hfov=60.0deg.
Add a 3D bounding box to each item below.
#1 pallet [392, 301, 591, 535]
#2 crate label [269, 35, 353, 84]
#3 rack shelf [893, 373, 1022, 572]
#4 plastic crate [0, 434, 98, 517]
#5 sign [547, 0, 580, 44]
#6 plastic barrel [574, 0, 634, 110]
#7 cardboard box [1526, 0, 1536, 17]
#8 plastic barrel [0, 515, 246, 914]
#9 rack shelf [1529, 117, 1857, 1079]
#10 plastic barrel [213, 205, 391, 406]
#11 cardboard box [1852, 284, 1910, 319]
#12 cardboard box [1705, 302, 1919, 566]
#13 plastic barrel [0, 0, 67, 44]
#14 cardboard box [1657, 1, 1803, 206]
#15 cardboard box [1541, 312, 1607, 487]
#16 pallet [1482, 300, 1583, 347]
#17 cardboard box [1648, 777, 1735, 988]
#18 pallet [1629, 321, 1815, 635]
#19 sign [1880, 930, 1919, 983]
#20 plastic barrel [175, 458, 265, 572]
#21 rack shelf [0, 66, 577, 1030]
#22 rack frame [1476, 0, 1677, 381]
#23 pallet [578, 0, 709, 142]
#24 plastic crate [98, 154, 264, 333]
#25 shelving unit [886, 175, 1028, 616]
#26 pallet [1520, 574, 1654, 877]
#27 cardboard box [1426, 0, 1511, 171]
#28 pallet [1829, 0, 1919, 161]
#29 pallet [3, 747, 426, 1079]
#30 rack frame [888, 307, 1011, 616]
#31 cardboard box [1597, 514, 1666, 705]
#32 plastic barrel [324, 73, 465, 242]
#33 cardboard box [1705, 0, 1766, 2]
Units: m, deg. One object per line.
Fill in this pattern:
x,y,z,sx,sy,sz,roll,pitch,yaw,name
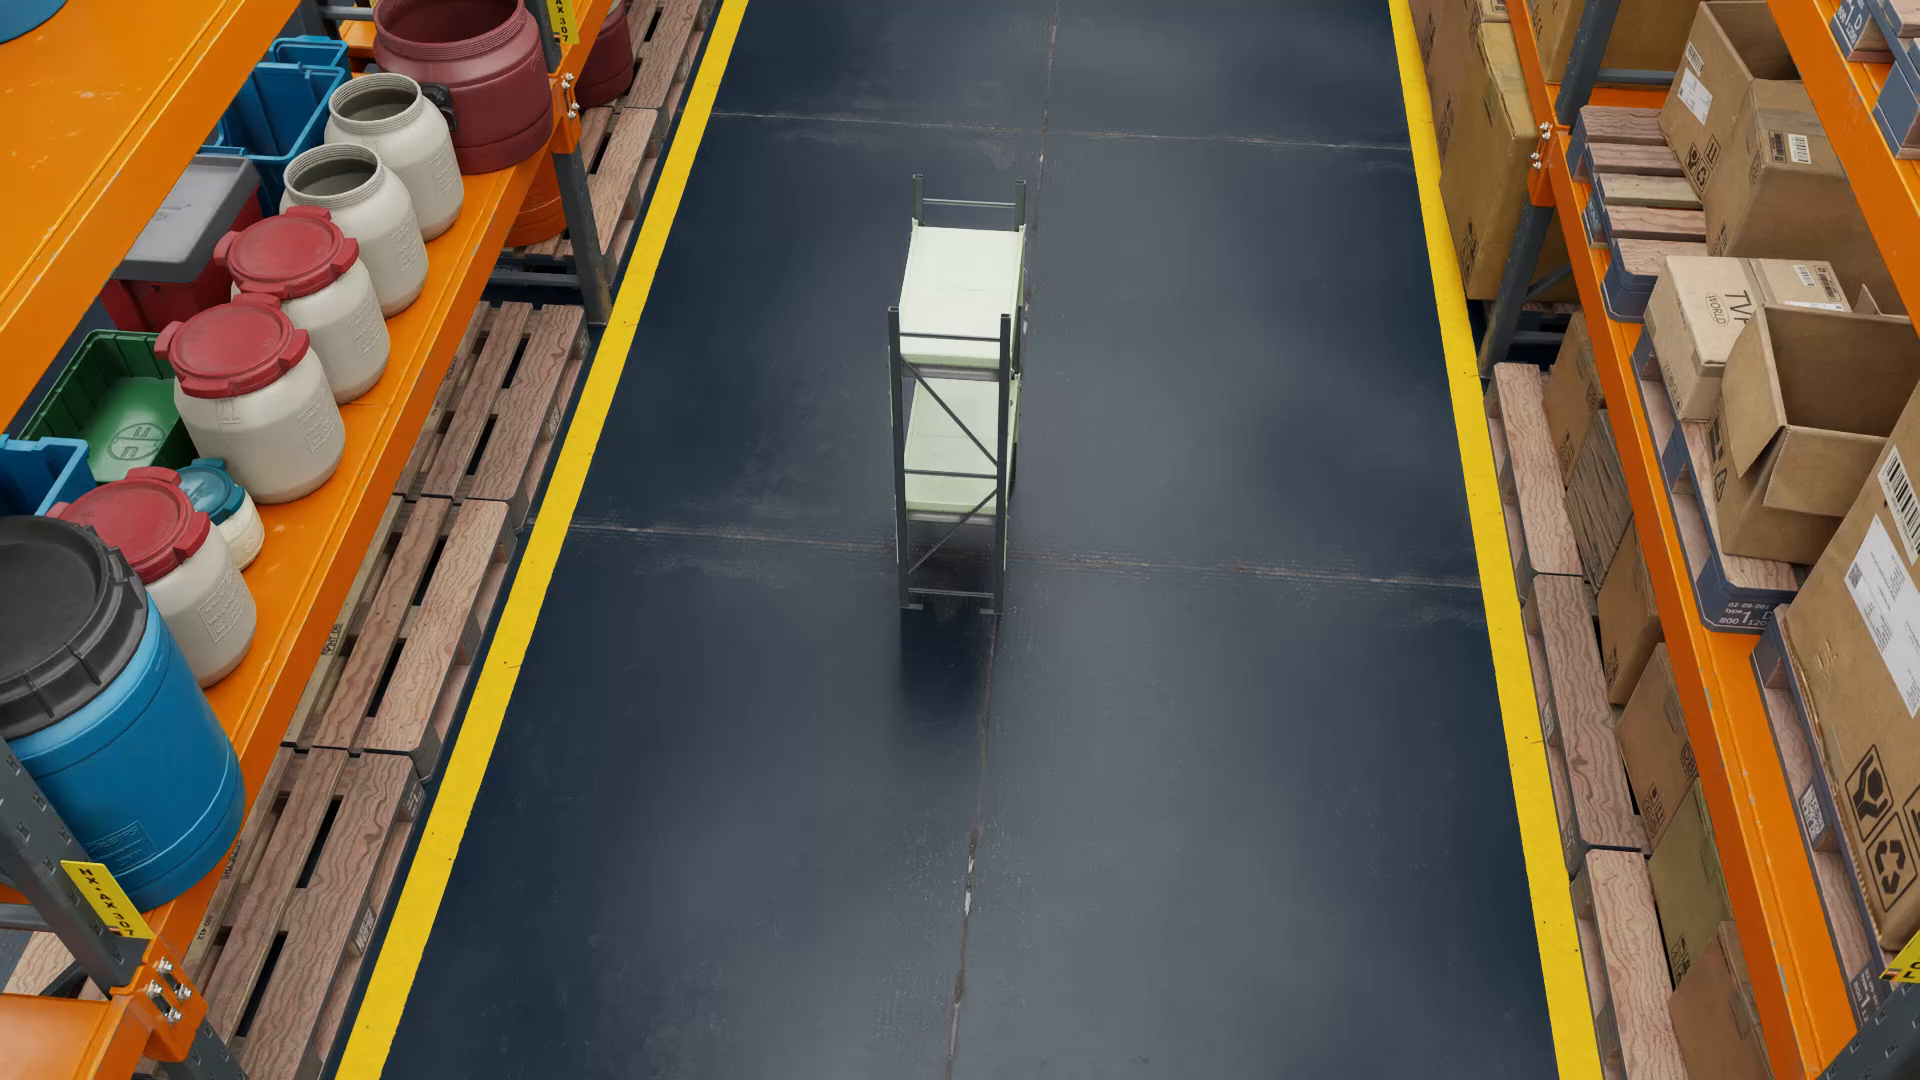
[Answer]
-2.225,-0.563,7.122,1.003,0.211,1.213,4,48,4,pallet
-2.528,-1.730,6.413,0.303,0.233,0.416,4,48,4,crate label
-0.001,-0.281,6.433,0.431,0.370,0.720,4,48,4,rack shelf
-2.690,0.043,4.689,0.392,0.384,0.575,4,48,4,plastic crate
-1.567,-2.094,6.522,0.100,0.325,0.005,4,48,4,sign
-1.985,-2.589,8.435,0.600,0.588,0.708,4,48,4,plastic barrel
2.666,-2.516,6.951,0.500,0.500,0.500,3,48,3,cardboard box
-2.144,0.436,3.979,0.600,0.901,0.708,4,48,4,plastic barrel
2.634,-0.025,5.228,1.077,0.370,4.000,4,48,4,rack shelf
-2.069,-0.722,5.286,0.433,0.535,0.433,0,48,0,plastic barrel
2.933,-0.590,5.064,0.396,0.266,0.258,3,48,2,cardboard box
2.518,-0.255,4.596,0.797,0.503,0.637,8,48,8,cardboard box
-2.531,-1.662,3.865,0.600,0.901,0.708,4,48,4,plastic barrel
2.807,-1.513,5.749,0.500,0.500,0.500,-1,48,-1,cardboard box
2.775,-0.549,6.615,0.700,0.500,0.500,2,48,1,cardboard box
2.963,-1.371,7.860,1.003,0.211,1.213,4,48,4,pallet
2.591,1.098,5.109,0.700,0.500,0.500,4,48,3,cardboard box
2.677,-0.215,5.044,1.003,0.211,1.213,4,48,4,pallet
1.899,0.776,3.222,0.100,0.325,0.005,4,48,4,sign
-2.207,-0.047,4.854,0.301,0.262,0.301,0,48,0,plastic barrel
-2.298,-0.358,5.532,1.077,0.370,4.000,4,48,4,rack shelf
2.816,-1.737,6.306,1.000,3.000,0.127,4,48,4,rack frame
-1.972,-2.606,8.990,1.003,0.211,1.213,4,48,4,pallet
-2.568,-0.925,5.520,0.402,0.464,0.583,4,48,4,plastic crate
-0.001,-0.501,6.192,0.431,1.500,0.755,4,48,4,shelving unit
2.630,0.672,5.992,1.003,0.211,1.213,4,48,4,pallet
2.989,-2.322,7.997,1.225,0.875,0.875,4,48,4,cardboard box
2.706,-0.956,3.686,1.213,0.211,1.003,4,48,4,pallet
-2.448,1.230,5.482,1.003,0.211,1.213,4,48,4,pallet
-0.034,-0.232,5.946,0.400,1.500,0.023,4,48,4,rack frame
2.693,0.277,5.860,0.700,0.500,0.500,7,48,7,cardboard box
-1.997,-1.338,5.865,0.421,0.512,0.421,0,48,0,plastic barrel
3.132,-2.110,6.579,0.500,0.500,0.500,5,48,5,cardboard box
